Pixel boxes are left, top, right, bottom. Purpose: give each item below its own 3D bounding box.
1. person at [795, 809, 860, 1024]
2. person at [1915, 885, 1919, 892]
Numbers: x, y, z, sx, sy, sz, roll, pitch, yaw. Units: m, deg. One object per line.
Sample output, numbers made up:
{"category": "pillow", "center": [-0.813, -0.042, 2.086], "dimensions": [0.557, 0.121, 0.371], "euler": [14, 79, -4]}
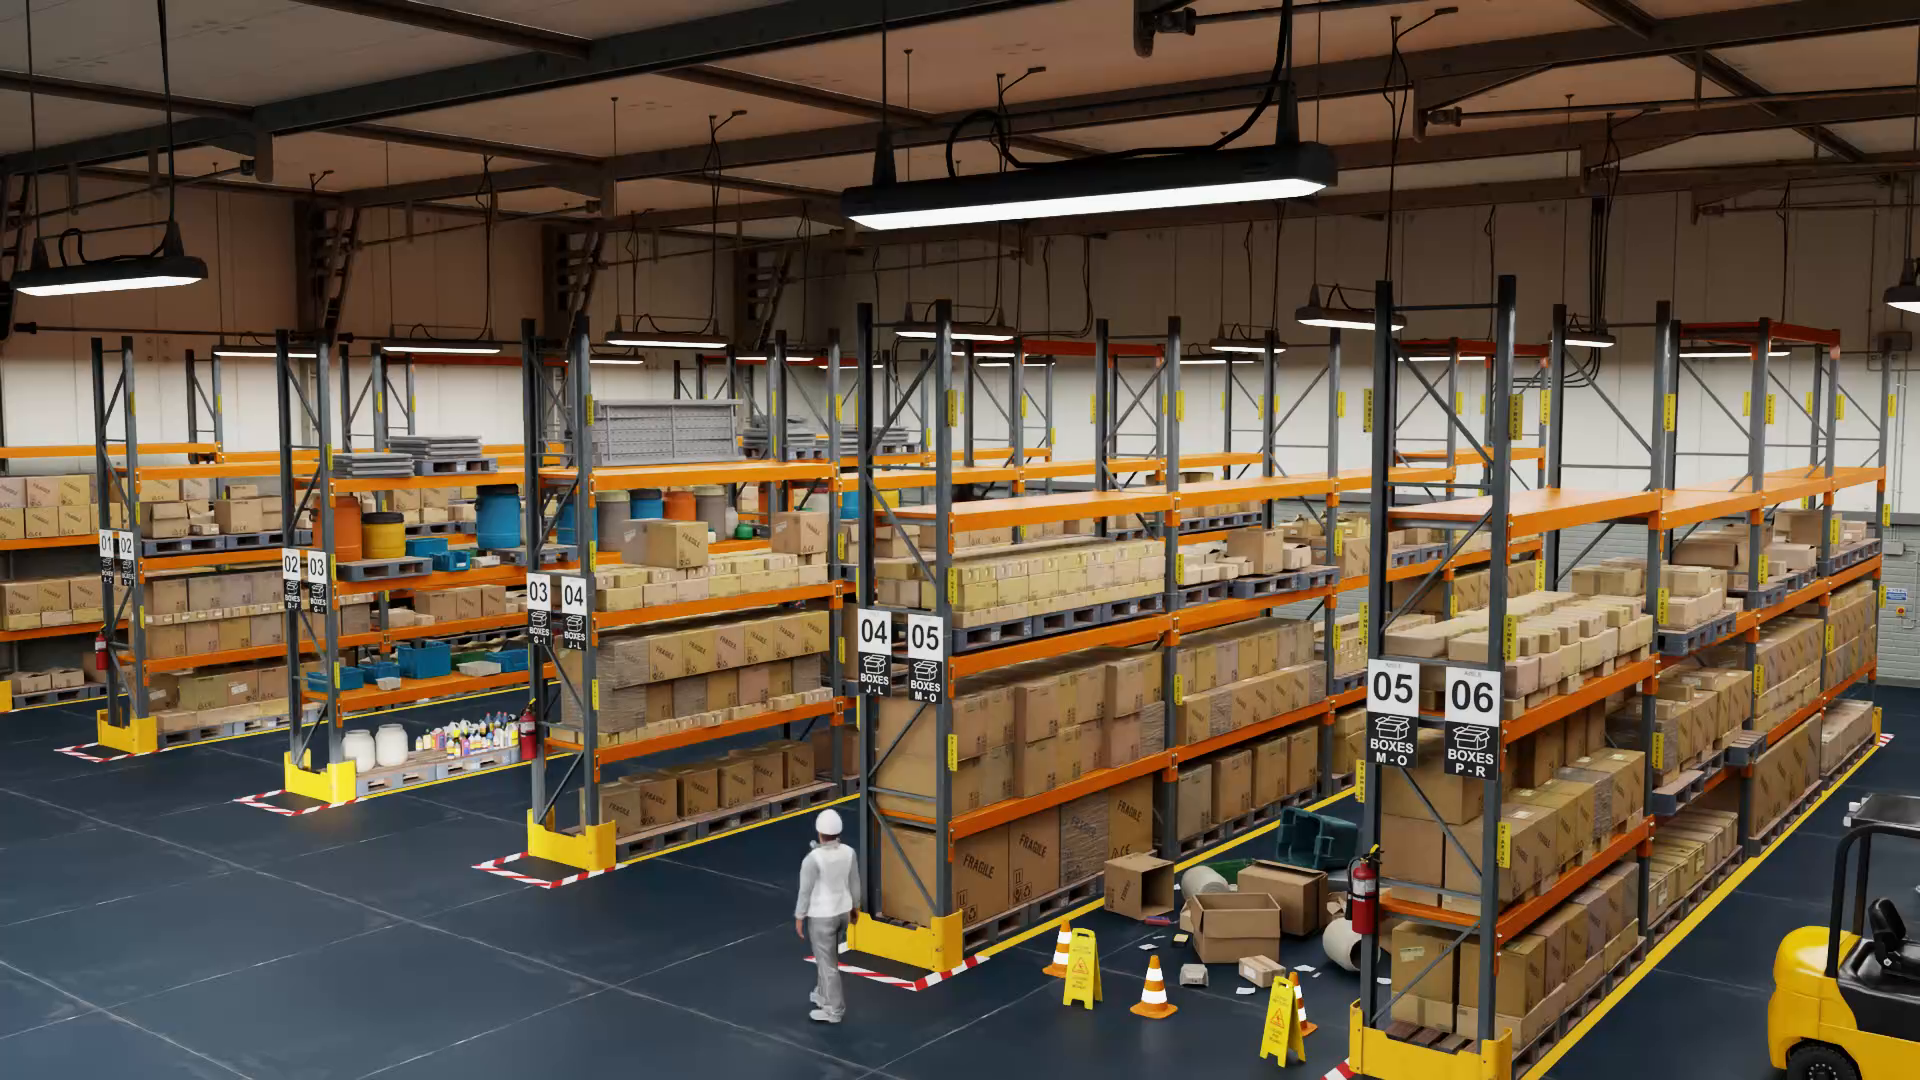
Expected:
{"category": "person", "center": [-1.164, 3.086, 13.826], "dimensions": [0.589, 1.767, 0.586], "euler": [3, 6, 32]}
{"category": "person", "center": [10.127, 2.885, 17.129], "dimensions": [0.458, 1.604, 0.388], "euler": [-1, 5, -14]}
